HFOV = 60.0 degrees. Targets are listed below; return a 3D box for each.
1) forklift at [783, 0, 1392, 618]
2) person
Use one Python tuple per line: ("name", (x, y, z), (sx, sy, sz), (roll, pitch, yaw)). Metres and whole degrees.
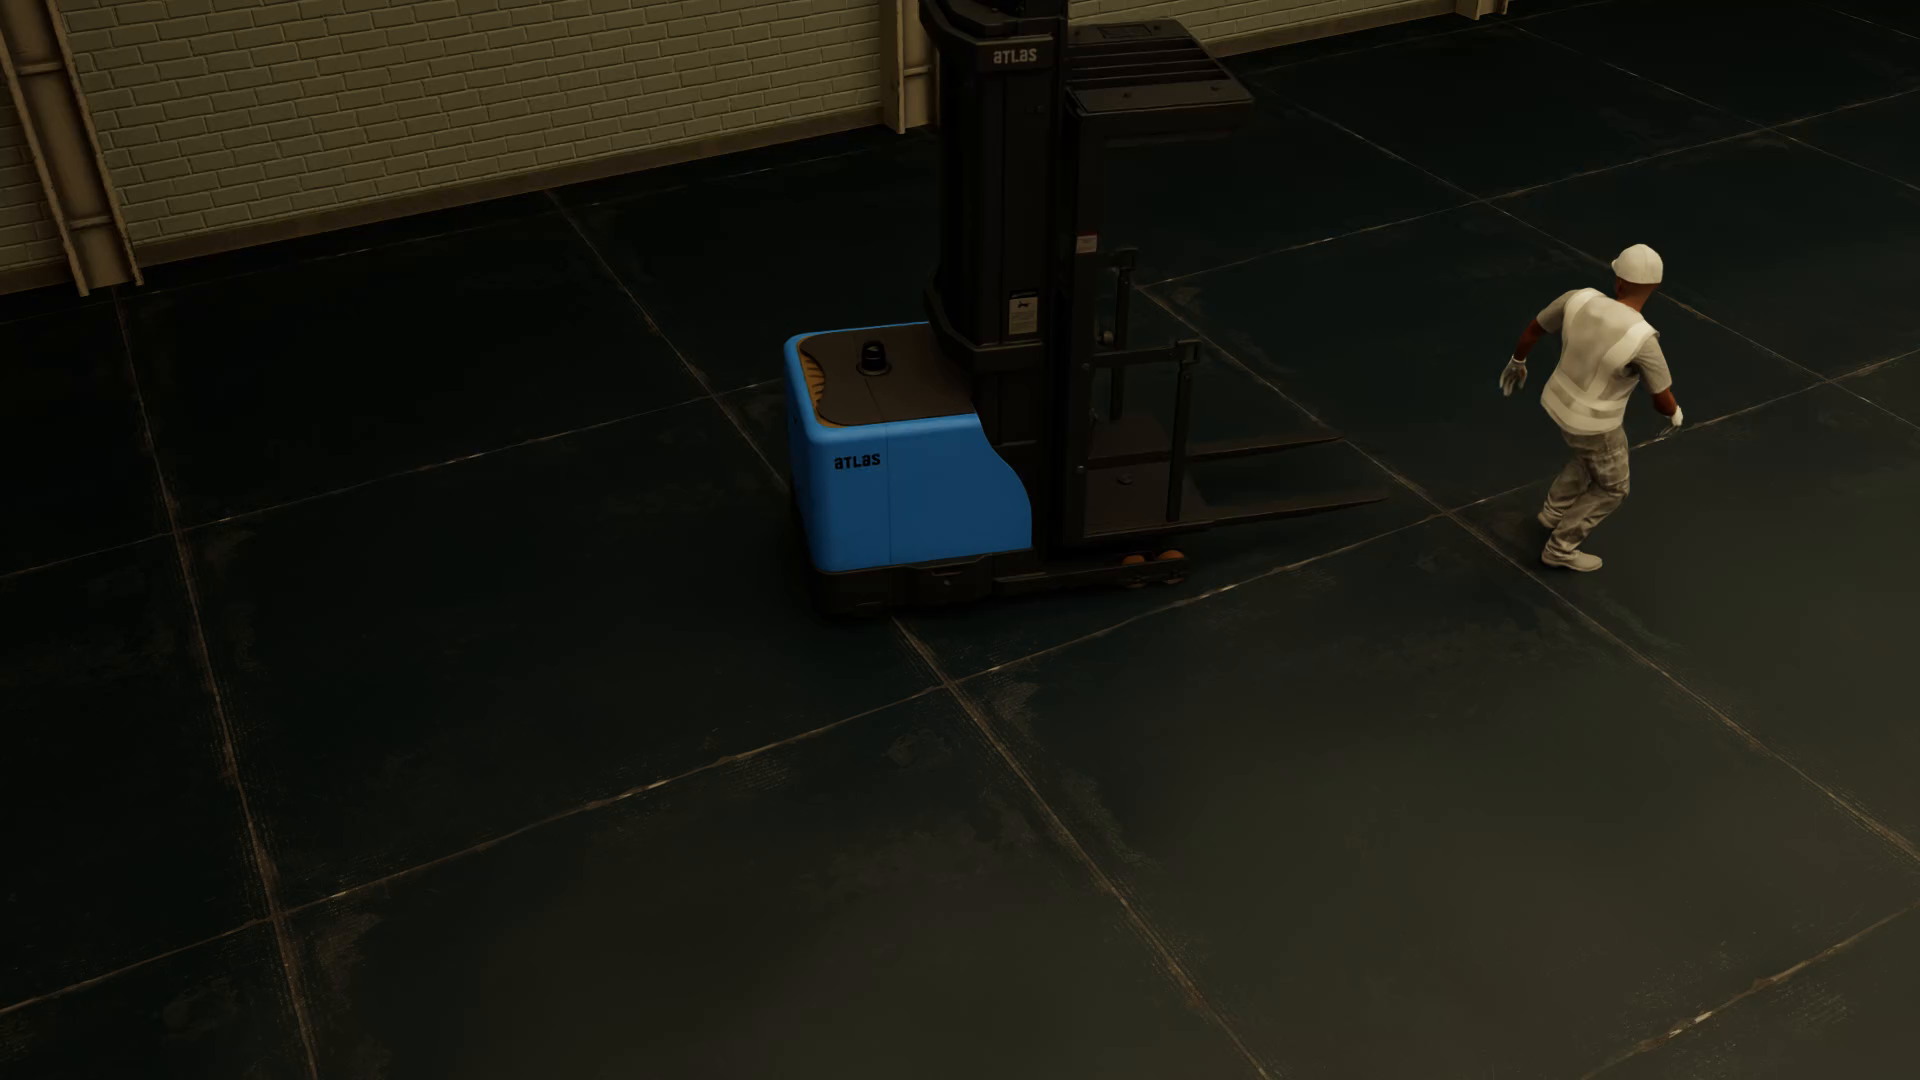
("forklift", (0.683, -1.247, 7.887), (3.031, 2.935, 1.130), (-7, 36, -10))
("person", (3.096, -0.628, 8.102), (0.690, 1.754, 0.747), (-7, 36, -10))
